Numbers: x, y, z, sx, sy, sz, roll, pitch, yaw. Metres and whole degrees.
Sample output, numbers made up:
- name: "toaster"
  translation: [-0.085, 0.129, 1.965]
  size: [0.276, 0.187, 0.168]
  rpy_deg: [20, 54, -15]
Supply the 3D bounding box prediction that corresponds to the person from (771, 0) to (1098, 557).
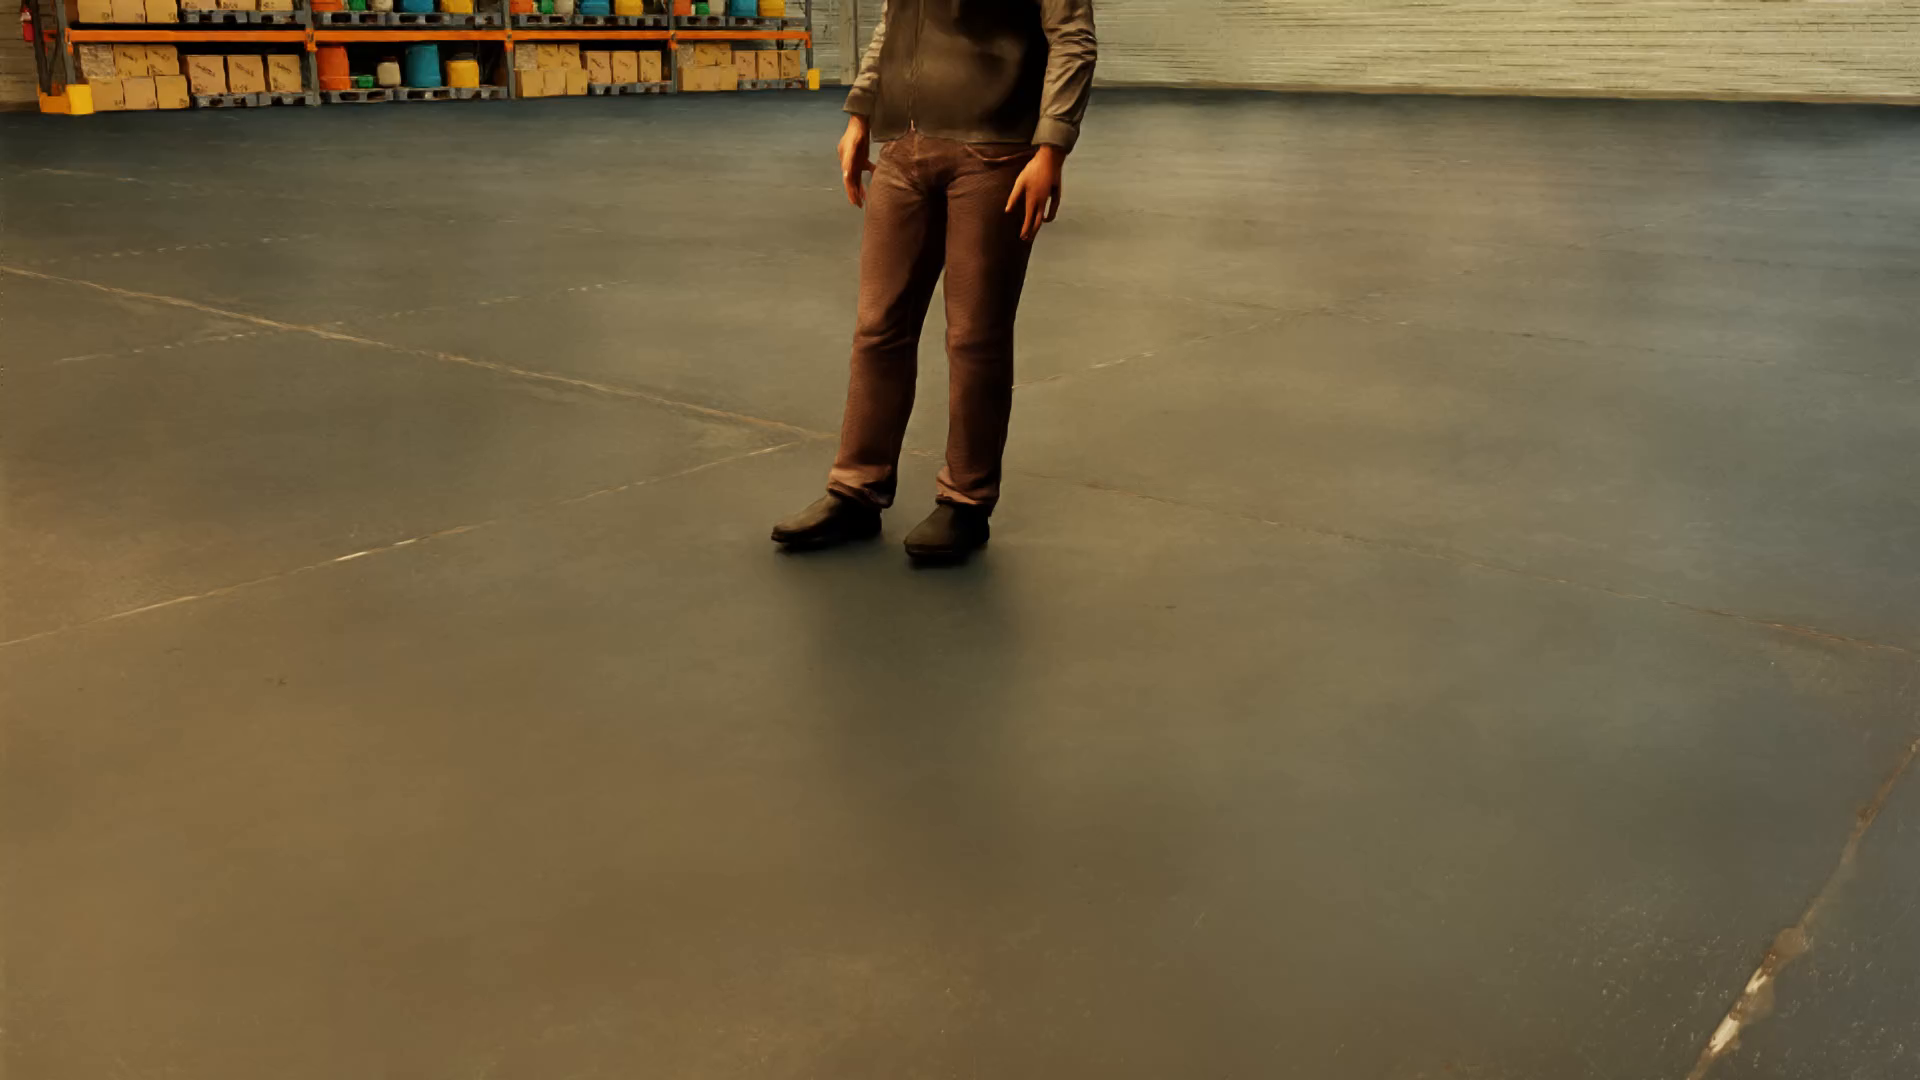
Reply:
- name: "person"
  translation: [-0.046, -0.818, 3.649]
  size: [0.632, 1.720, 0.567]
  rpy_deg: [13, 21, 37]
